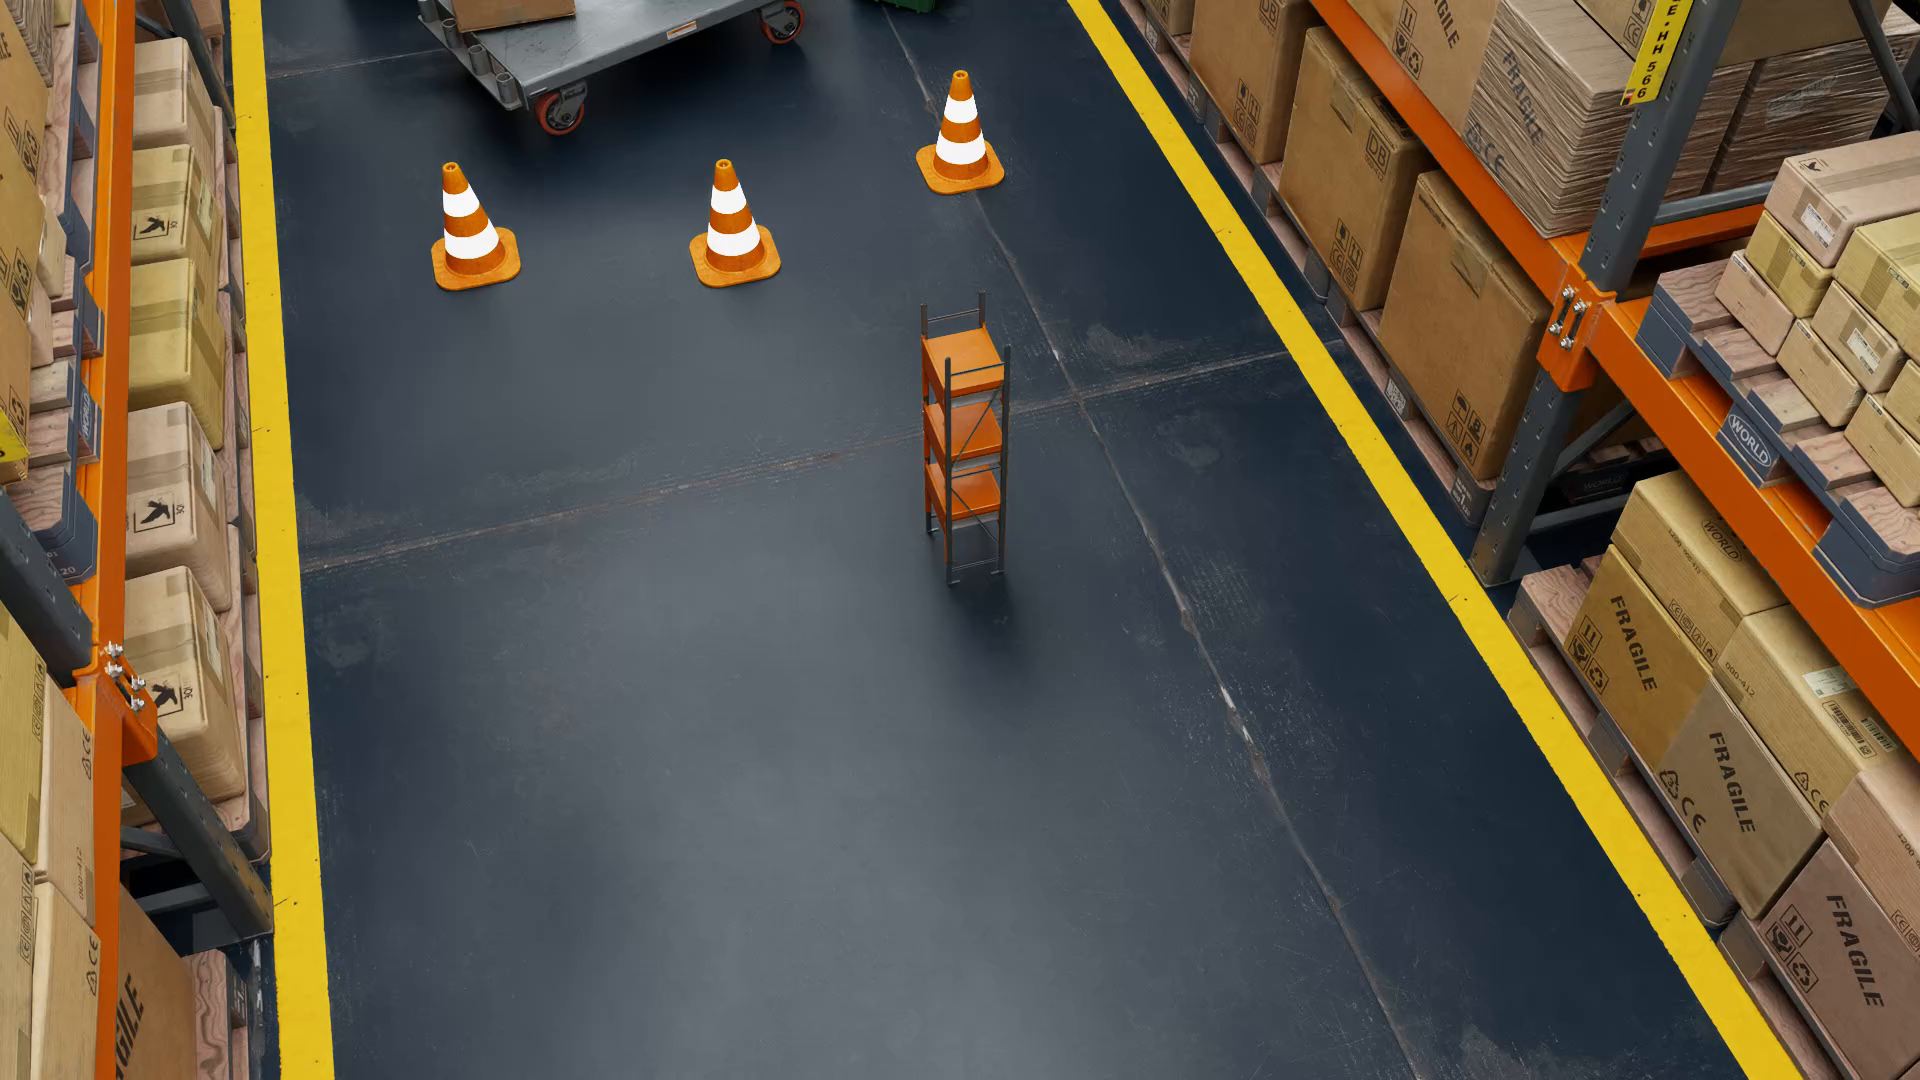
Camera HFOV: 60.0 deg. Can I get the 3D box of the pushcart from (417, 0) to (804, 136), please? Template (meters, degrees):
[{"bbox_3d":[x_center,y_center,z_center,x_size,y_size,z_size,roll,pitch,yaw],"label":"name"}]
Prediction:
[{"bbox_3d":[-1.490,-2.392,7.519,1.648,0.377,0.936,-30,56,-23],"label":"pushcart"}]

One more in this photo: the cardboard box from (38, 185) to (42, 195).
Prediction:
[{"bbox_3d":[-2.685,-0.885,4.424,0.380,0.149,0.250,-11,51,-9],"label":"cardboard box"}]

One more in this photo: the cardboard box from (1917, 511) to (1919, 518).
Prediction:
[{"bbox_3d":[2.409,-0.049,3.719,0.380,0.149,0.250,-11,51,-9],"label":"cardboard box"}]

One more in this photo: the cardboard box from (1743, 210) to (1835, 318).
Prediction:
[{"bbox_3d":[2.180,-0.708,4.080,0.380,0.149,0.250,-11,51,-9],"label":"cardboard box"}]

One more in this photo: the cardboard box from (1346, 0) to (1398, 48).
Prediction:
[{"bbox_3d":[1.545,-1.987,5.397,0.500,0.500,0.500,-14,51,-12],"label":"cardboard box"}]

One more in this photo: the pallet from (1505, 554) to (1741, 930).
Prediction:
[{"bbox_3d":[2.458,0.514,5.179,1.003,0.211,1.213,-13,51,-11],"label":"pallet"}]

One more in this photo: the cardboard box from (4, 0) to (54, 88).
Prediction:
[{"bbox_3d":[-2.847,-1.540,4.552,0.500,0.500,0.500,-15,52,-12],"label":"cardboard box"}]

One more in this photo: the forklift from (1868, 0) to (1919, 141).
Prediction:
[{"bbox_3d":[4.285,-2.496,5.937,1.130,2.935,3.031,-13,51,-11],"label":"forklift"}]

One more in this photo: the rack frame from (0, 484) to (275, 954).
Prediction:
[{"bbox_3d":[-2.470,0.237,3.589,1.000,3.000,0.127,-13,51,-11],"label":"rack frame"}]

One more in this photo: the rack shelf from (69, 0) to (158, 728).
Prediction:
[{"bbox_3d":[-3.062,-0.992,5.095,1.077,0.370,4.000,-13,51,-11],"label":"rack shelf"}]

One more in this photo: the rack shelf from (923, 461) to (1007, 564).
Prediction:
[{"bbox_3d":[0.016,-0.113,5.536,0.215,0.259,0.240,-13,51,-11],"label":"rack shelf"}]

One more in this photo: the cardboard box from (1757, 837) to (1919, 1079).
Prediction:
[{"bbox_3d":[2.502,1.029,4.281,0.500,0.500,0.500,-14,51,-12],"label":"cardboard box"}]

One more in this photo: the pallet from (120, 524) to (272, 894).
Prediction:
[{"bbox_3d":[-2.700,0.564,5.136,1.003,0.211,1.213,-13,51,-11],"label":"pallet"}]

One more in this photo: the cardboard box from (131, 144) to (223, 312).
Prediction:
[{"bbox_3d":[-3.280,-1.066,6.131,0.950,0.372,0.625,-10,51,-9],"label":"cardboard box"}]

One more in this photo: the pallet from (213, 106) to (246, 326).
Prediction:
[{"bbox_3d":[-3.422,-1.218,6.638,1.003,0.211,1.213,-13,51,-11],"label":"pallet"}]

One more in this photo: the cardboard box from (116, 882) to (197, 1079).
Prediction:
[{"bbox_3d":[-2.345,1.309,3.799,0.875,0.875,0.875,-14,51,-11],"label":"cardboard box"}]

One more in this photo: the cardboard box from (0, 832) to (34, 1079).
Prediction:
[{"bbox_3d":[-1.929,0.794,2.890,0.500,0.250,0.500,-14,51,-12],"label":"cardboard box"}]

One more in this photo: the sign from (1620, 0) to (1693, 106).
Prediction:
[{"bbox_3d":[1.699,-1.202,4.044,0.100,0.325,0.005,-13,51,-11],"label":"sign"}]

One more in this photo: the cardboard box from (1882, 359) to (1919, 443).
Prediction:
[{"bbox_3d":[2.344,-0.316,3.750,0.380,0.149,0.250,-15,51,-12],"label":"cardboard box"}]

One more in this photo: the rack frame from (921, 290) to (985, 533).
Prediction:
[{"bbox_3d":[-0.020,-0.388,5.391,0.200,1.050,0.008,-13,51,-11],"label":"rack frame"}]

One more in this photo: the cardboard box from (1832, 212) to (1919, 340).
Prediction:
[{"bbox_3d":[2.262,-0.625,3.816,0.380,0.149,0.250,-15,51,-12],"label":"cardboard box"}]

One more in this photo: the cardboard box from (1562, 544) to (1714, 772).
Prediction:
[{"bbox_3d":[2.194,0.288,4.905,0.500,0.500,0.500,-15,52,-13],"label":"cardboard box"}]

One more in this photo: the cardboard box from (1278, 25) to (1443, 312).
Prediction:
[{"bbox_3d":[1.873,-1.469,6.224,1.050,0.750,0.750,-13,51,-10],"label":"cardboard box"}]

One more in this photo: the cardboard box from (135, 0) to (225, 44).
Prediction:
[{"bbox_3d":[-3.570,-2.426,7.357,0.500,0.250,0.500,-15,52,-13],"label":"cardboard box"}]

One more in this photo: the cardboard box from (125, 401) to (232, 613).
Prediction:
[{"bbox_3d":[-2.854,-0.004,5.235,0.950,0.372,0.625,-14,51,-12],"label":"cardboard box"}]

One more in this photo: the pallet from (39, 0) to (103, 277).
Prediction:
[{"bbox_3d":[-3.095,-1.138,4.873,1.003,0.211,1.213,-13,51,-11],"label":"pallet"}]

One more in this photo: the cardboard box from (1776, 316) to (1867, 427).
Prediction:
[{"bbox_3d":[2.247,-0.442,4.051,0.380,0.149,0.250,-11,51,-9],"label":"cardboard box"}]

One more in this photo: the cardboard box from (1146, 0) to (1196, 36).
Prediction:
[{"bbox_3d":[1.315,-2.855,7.392,1.050,0.750,0.750,-14,51,-11],"label":"cardboard box"}]

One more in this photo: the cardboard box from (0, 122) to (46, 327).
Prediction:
[{"bbox_3d":[-2.543,-0.787,3.917,0.500,0.500,0.500,-11,51,-9],"label":"cardboard box"}]

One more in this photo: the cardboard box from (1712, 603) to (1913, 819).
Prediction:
[{"bbox_3d":[2.351,0.401,4.320,0.500,0.250,0.500,-14,51,-11],"label":"cardboard box"}]

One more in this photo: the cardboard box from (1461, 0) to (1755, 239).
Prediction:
[{"bbox_3d":[1.839,-1.257,4.782,0.500,0.500,0.500,-13,51,-11],"label":"cardboard box"}]

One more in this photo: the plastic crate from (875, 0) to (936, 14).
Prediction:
[{"bbox_3d":[-0.257,-2.821,7.968,0.450,0.188,0.662,16,51,0],"label":"plastic crate"}]

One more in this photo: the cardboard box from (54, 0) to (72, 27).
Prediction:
[{"bbox_3d":[-2.949,-1.677,5.092,0.380,0.149,0.250,-13,51,-11],"label":"cardboard box"}]

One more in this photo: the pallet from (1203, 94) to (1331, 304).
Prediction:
[{"bbox_3d":[1.710,-1.540,6.910,1.003,0.211,1.213,-13,51,-11],"label":"pallet"}]

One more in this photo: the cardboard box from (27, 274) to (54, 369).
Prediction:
[{"bbox_3d":[-2.477,-0.521,4.117,0.380,0.149,0.250,-16,52,-13],"label":"cardboard box"}]

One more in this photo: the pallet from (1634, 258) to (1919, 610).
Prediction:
[{"bbox_3d":[2.541,-0.398,4.249,1.213,0.211,1.003,-13,51,-11],"label":"pallet"}]

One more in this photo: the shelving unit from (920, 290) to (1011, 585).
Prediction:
[{"bbox_3d":[0.016,-0.299,5.316,0.215,1.050,0.252,-13,51,-11],"label":"shelving unit"}]

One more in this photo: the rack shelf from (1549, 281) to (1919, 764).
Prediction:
[{"bbox_3d":[2.820,0.736,3.638,1.077,0.370,4.000,-13,51,-11],"label":"rack shelf"}]

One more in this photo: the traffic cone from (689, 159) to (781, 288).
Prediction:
[{"bbox_3d":[-0.908,-1.292,6.537,0.336,0.463,0.334,-13,51,-11],"label":"traffic cone"}]

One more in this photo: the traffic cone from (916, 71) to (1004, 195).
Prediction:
[{"bbox_3d":[0.000,-1.739,6.914,0.336,0.463,0.334,-13,51,-11],"label":"traffic cone"}]

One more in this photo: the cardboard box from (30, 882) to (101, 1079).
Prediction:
[{"bbox_3d":[-1.907,0.965,3.072,0.500,0.250,0.500,-12,51,-10],"label":"cardboard box"}]
